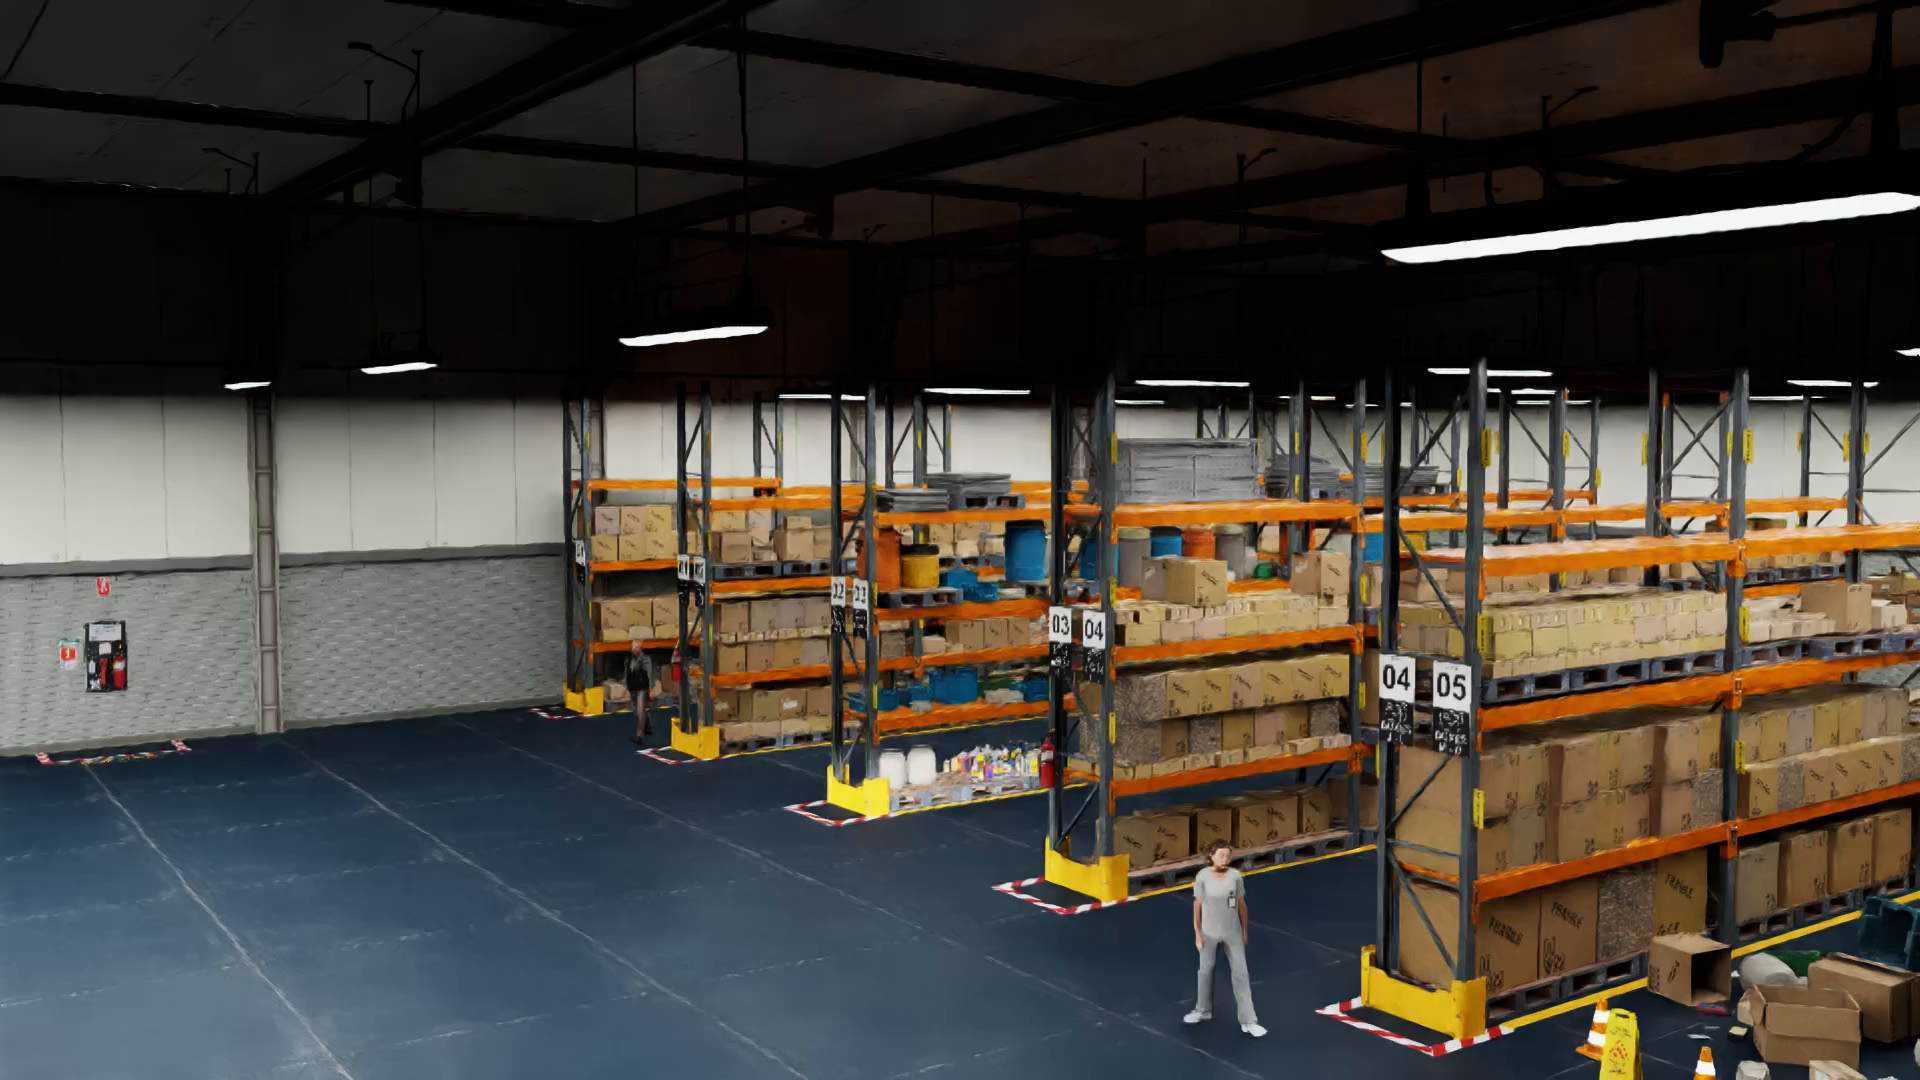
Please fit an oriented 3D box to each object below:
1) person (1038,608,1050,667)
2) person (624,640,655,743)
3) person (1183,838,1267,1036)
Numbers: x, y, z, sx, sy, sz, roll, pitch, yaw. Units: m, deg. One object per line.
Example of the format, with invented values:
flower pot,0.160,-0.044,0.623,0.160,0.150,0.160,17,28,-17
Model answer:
person,1.794,2.113,33.349,0.450,1.789,0.599,2,4,25
person,-5.410,2.525,27.951,0.592,1.685,0.912,2,4,32
person,2.285,3.398,14.357,0.691,1.660,0.566,0,4,4
